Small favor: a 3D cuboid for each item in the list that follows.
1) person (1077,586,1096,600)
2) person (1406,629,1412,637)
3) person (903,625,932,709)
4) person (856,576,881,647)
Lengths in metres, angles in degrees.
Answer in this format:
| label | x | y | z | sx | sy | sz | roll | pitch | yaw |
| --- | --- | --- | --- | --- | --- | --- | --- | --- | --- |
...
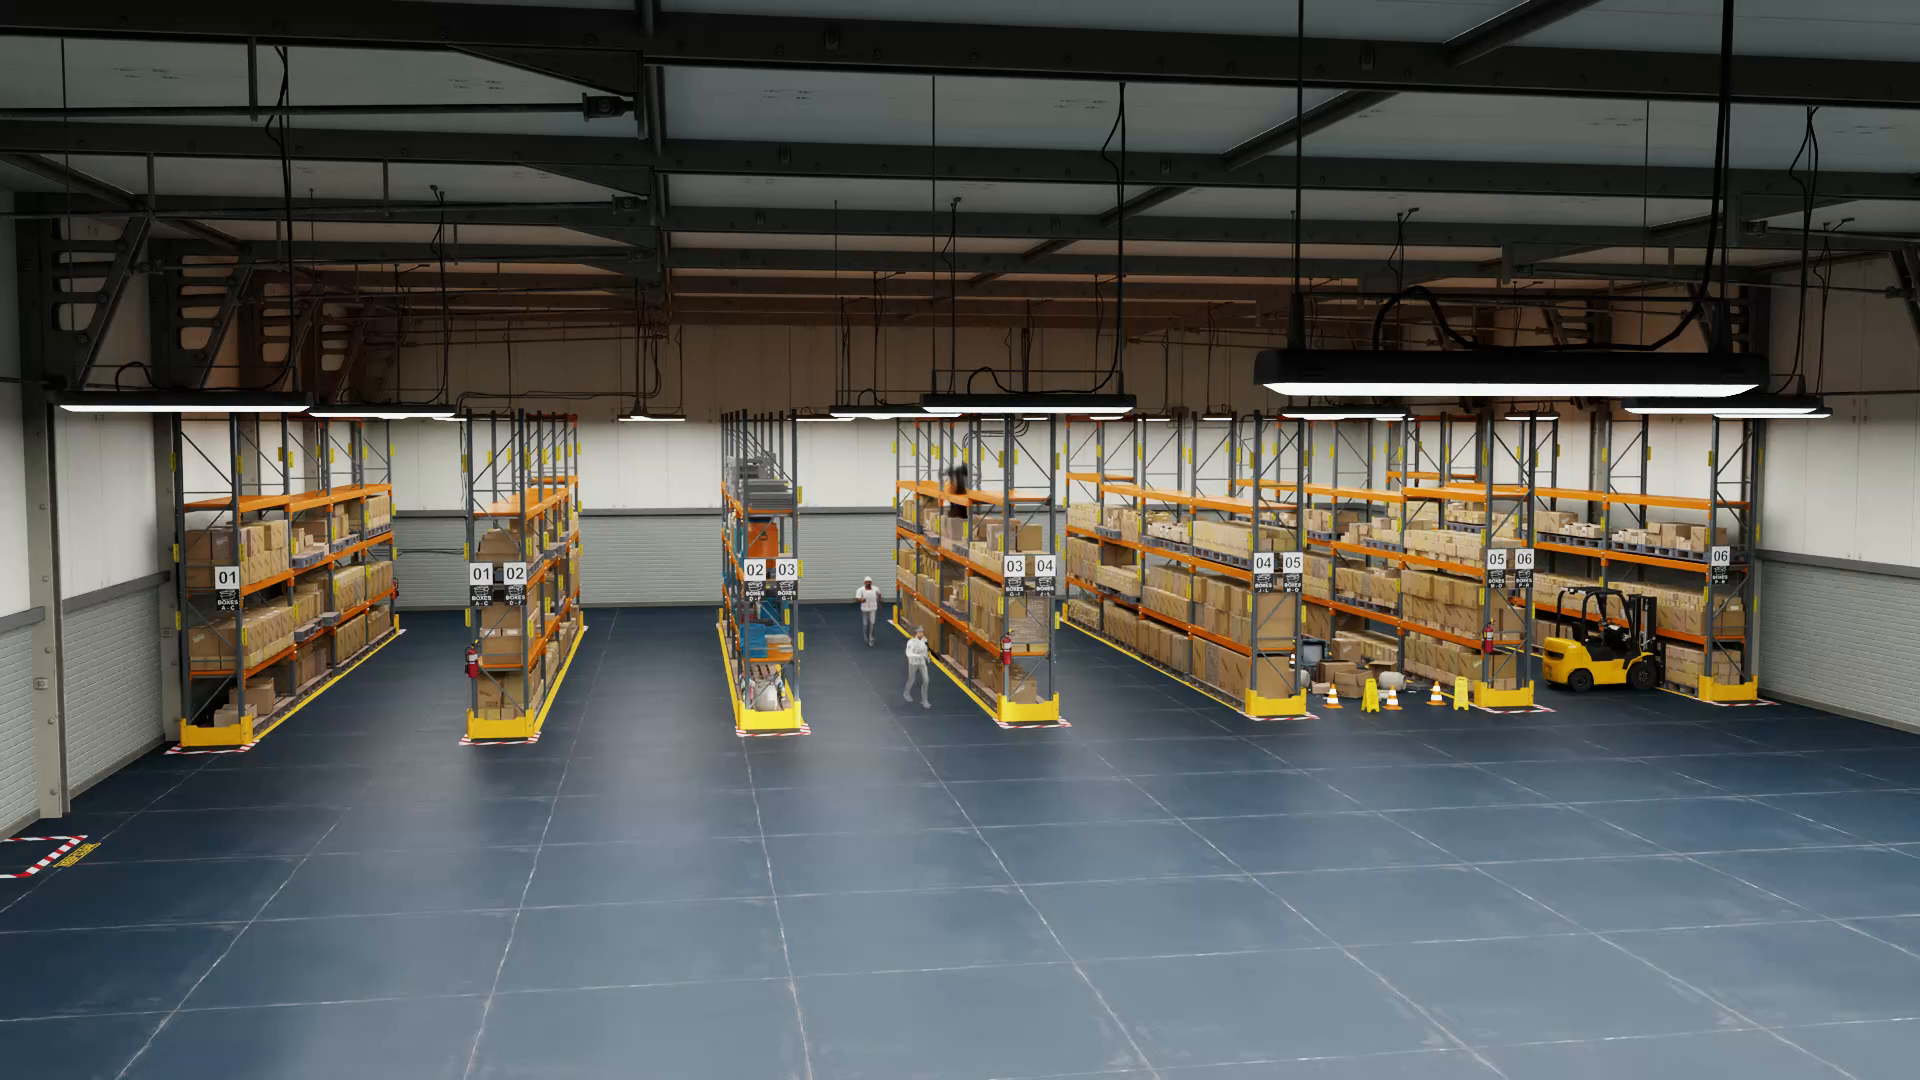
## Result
| label | x | y | z | sx | sy | sz | roll | pitch | yaw |
| --- | --- | --- | --- | --- | --- | --- | --- | --- | --- |
| person | 3.876 | 1.269 | 50.975 | 0.668 | 1.840 | 0.810 | 3 | 5 | 37 |
| person | 11.488 | 1.950 | 41.763 | 0.707 | 1.733 | 0.861 | -1 | 4 | -18 |
| person | -0.885 | 2.537 | 33.757 | 0.611 | 1.677 | 0.950 | -2 | 5 | -29 |
| person | -2.365 | 1.842 | 43.019 | 0.666 | 1.823 | 0.852 | 0 | 4 | -4 |
